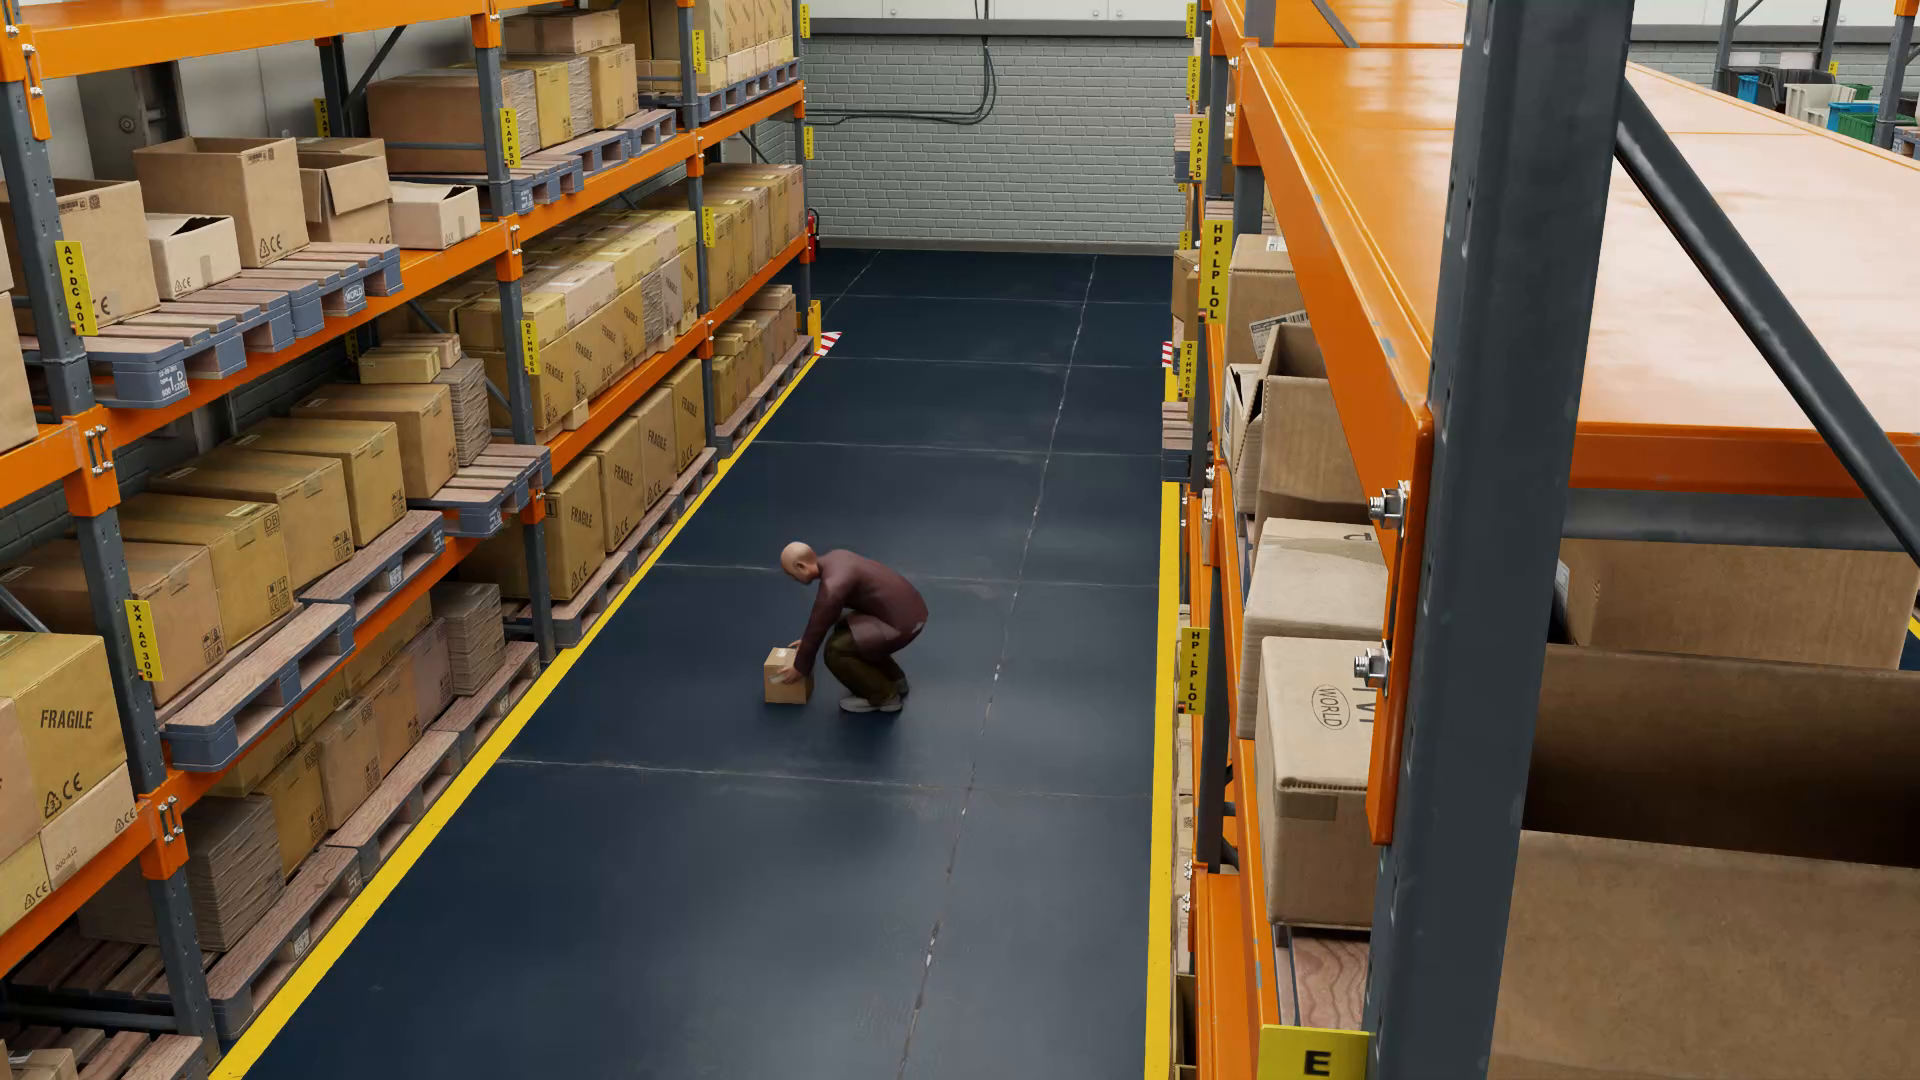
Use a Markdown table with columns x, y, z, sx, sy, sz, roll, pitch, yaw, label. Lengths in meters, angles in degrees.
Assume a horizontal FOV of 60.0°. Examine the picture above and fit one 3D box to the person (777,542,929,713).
| x | y | z | sx | sy | sz | roll | pitch | yaw | label |
| --- | --- | --- | --- | --- | --- | --- | --- | --- | --- |
| -0.638 | 0.491 | 9.875 | 0.896 | 1.024 | 0.610 | 2 | 21 | 6 | person |
